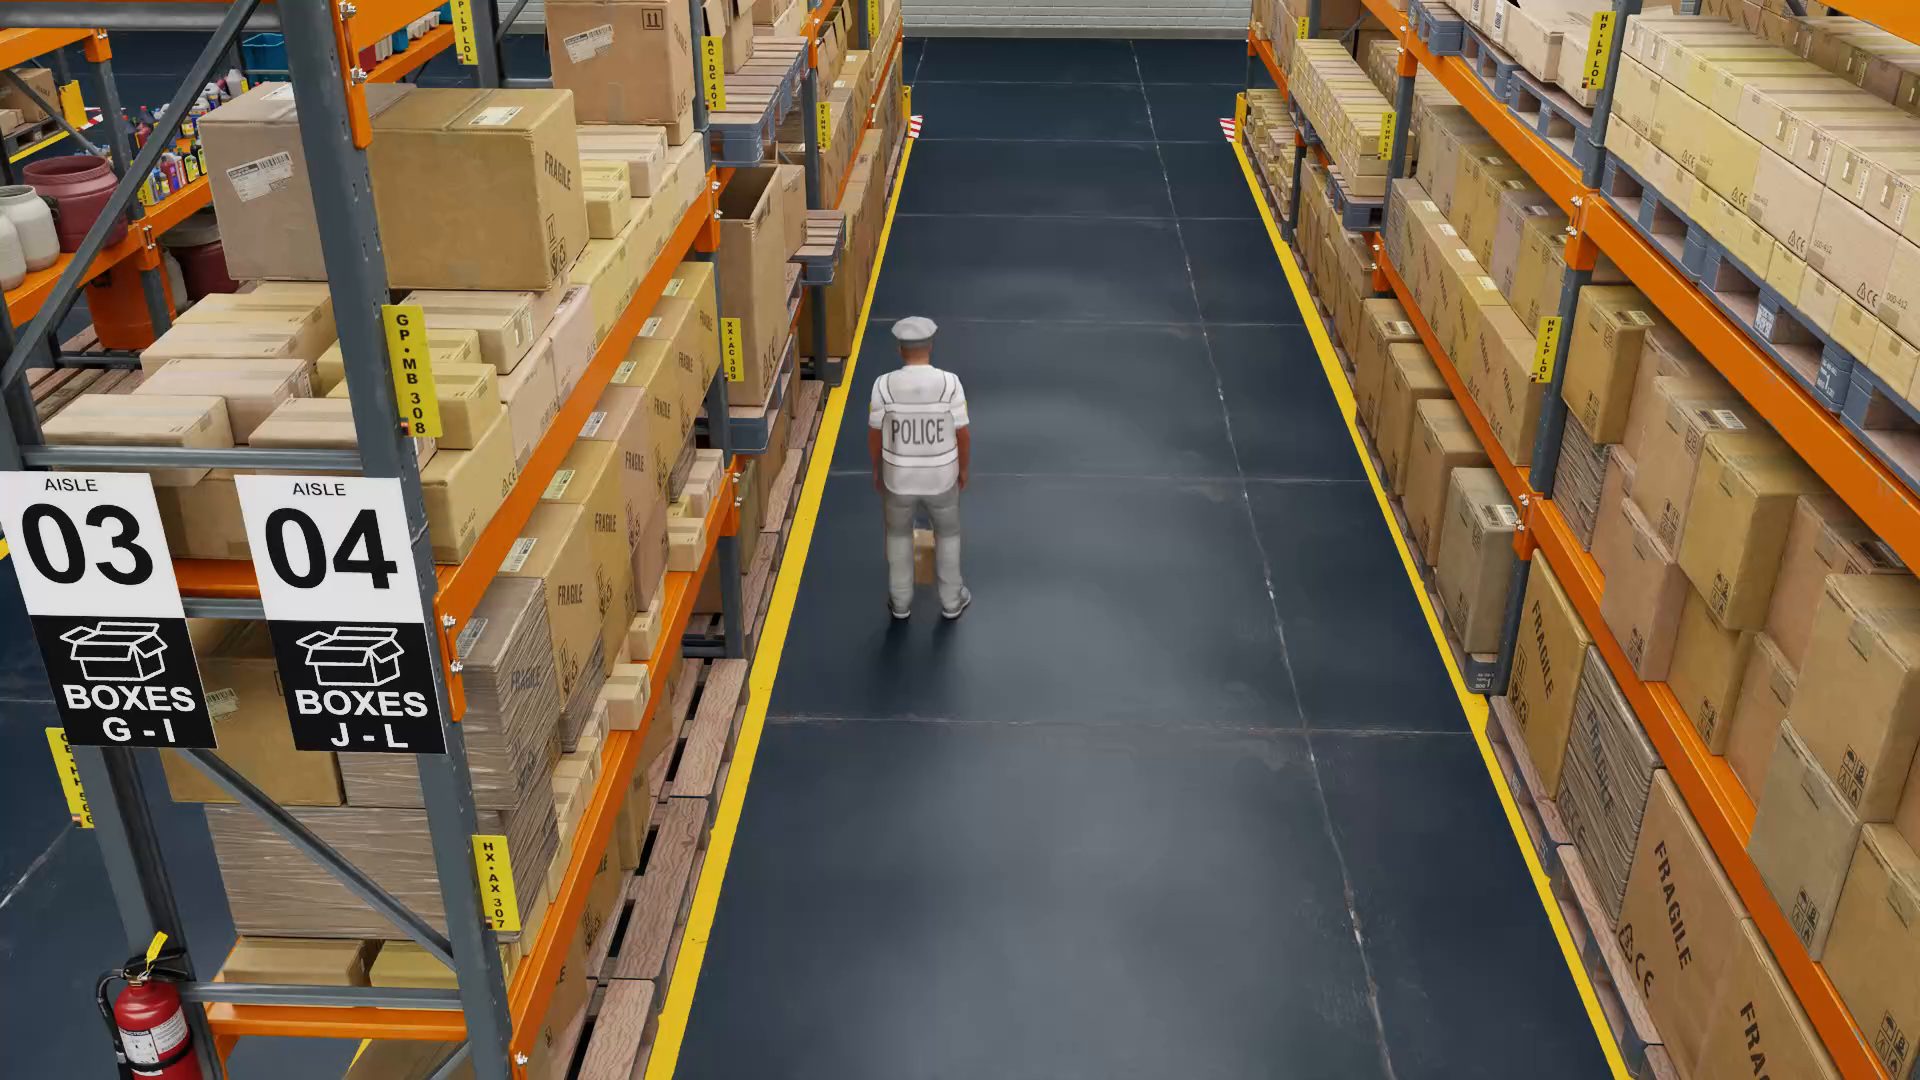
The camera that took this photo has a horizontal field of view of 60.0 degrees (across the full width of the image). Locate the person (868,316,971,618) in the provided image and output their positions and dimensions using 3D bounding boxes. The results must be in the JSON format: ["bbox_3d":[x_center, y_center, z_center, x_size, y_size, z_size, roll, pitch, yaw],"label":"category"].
[{"bbox_3d":[-0.223,-0.361,9.296,0.572,1.749,0.434,0,28,0],"label":"person"}]
